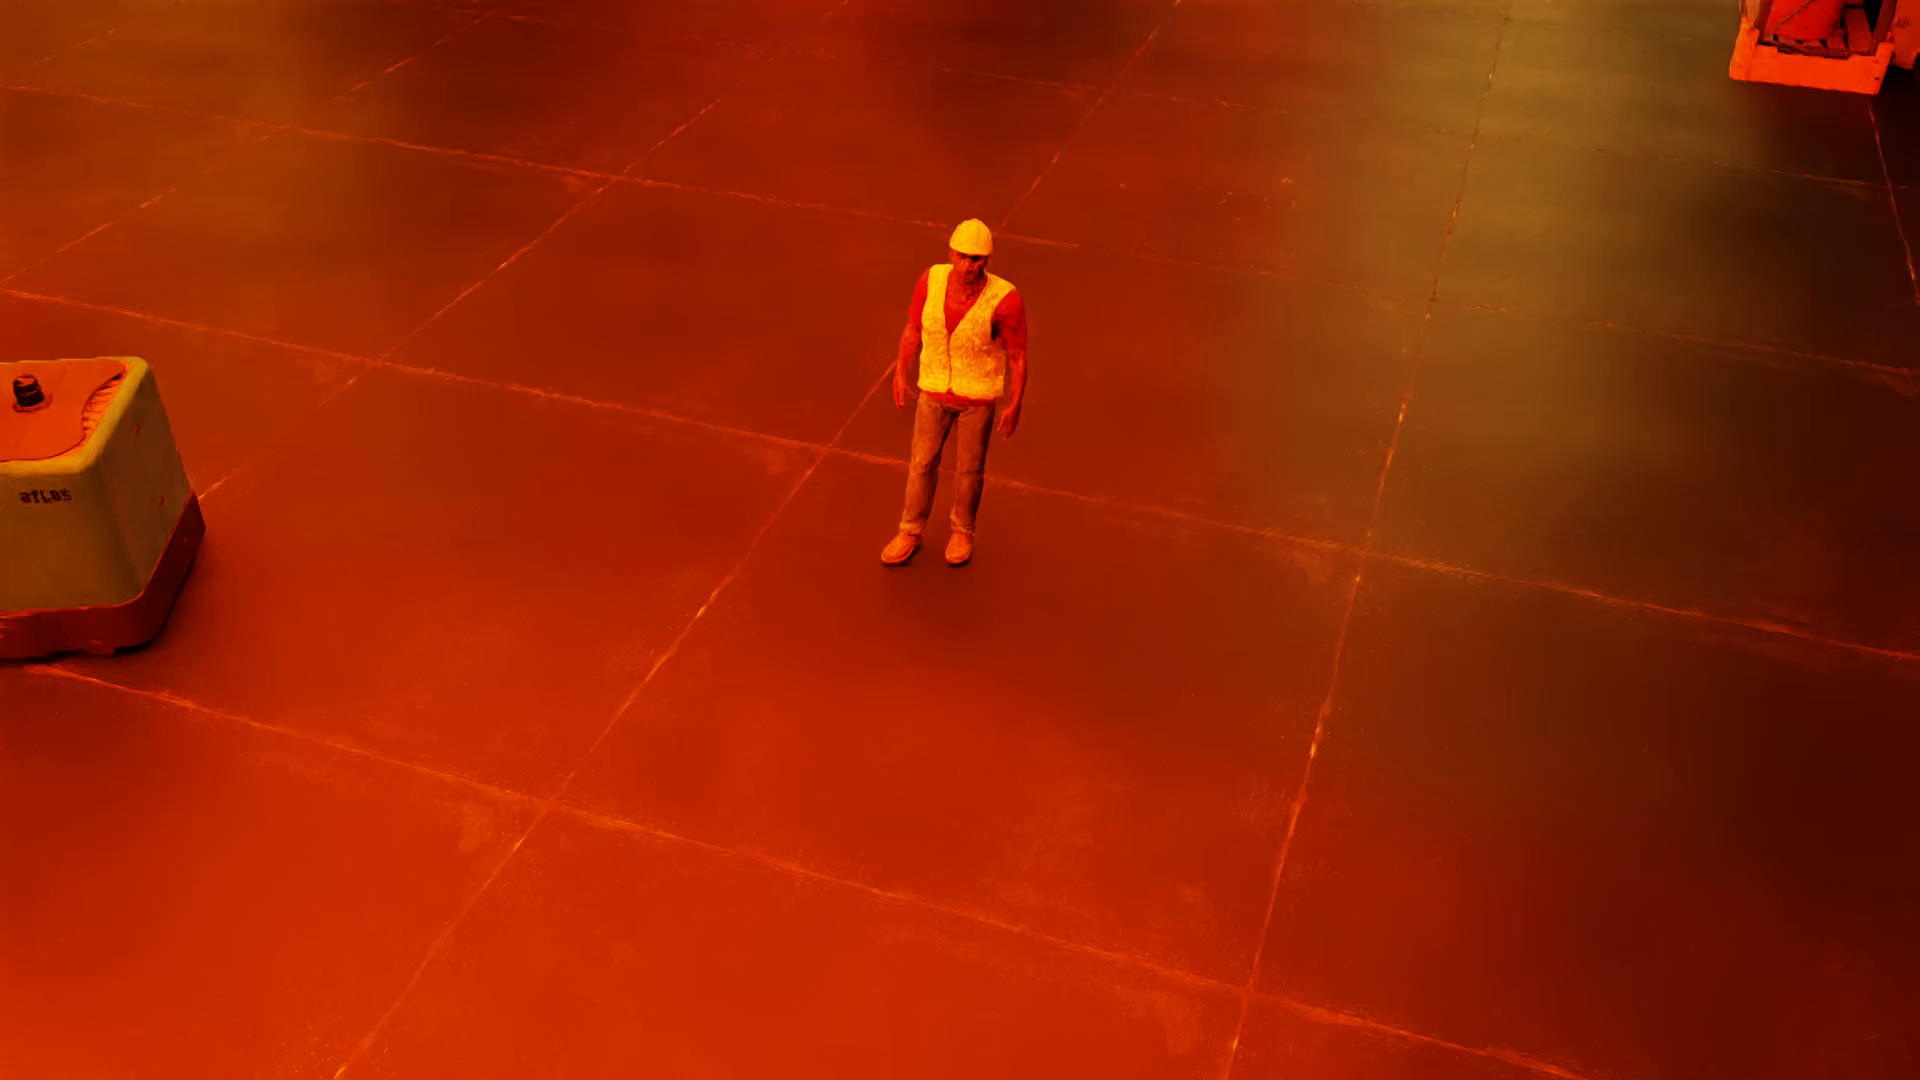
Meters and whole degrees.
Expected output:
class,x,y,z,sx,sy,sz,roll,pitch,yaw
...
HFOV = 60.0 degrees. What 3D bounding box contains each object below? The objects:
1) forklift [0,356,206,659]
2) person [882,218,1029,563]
class,x,y,z,sx,sy,sz,roll,pitch,yaw
forklift,-5.360,-0.852,7.312,3.031,2.935,1.130,-4,36,-5
person,-0.028,-0.689,8.078,0.665,1.766,0.576,12,37,16
